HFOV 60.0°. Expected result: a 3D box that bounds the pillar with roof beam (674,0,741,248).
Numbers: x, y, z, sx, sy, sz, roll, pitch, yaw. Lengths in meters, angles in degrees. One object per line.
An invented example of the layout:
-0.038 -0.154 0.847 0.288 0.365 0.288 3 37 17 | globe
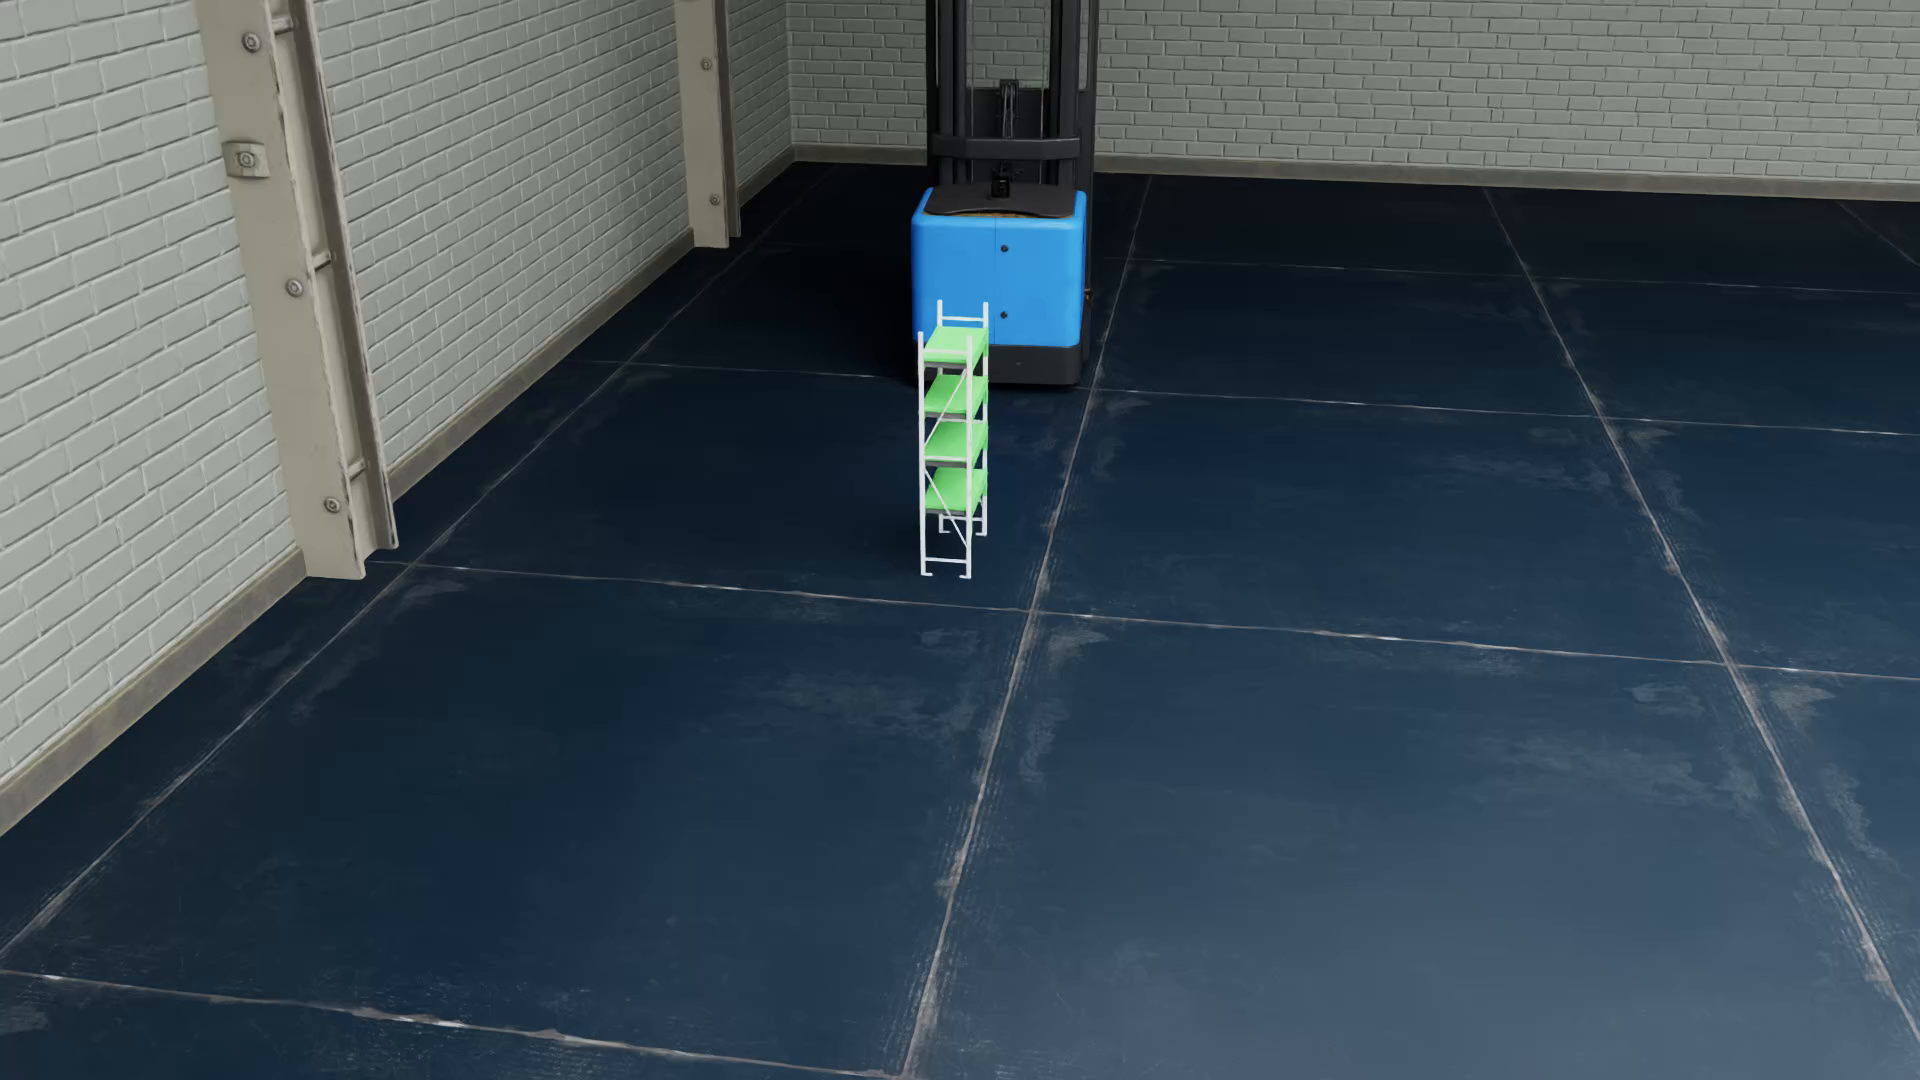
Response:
2.281 -6.191 10.862 9.100 9.000 0.400 4 25 9 | pillar with roof beam

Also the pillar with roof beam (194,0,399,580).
1.300 -3.682 5.501 9.100 9.000 0.400 4 25 9 | pillar with roof beam

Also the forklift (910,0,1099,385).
0.352 -2.859 10.901 1.130 2.935 3.031 2 25 5 | forklift

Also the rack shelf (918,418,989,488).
-0.027 -0.416 7.875 0.258 0.148 0.480 4 25 9 | rack shelf

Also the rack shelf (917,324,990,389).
-0.027 -0.851 7.671 0.258 0.148 0.480 4 25 9 | rack shelf

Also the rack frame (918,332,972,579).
-0.067 -0.372 7.630 0.240 1.200 0.015 4 25 9 | rack frame

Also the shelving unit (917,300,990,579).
-0.027 -0.474 7.848 0.258 1.200 0.503 4 25 9 | shelving unit

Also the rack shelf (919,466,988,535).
-0.027 -0.199 7.977 0.258 0.148 0.480 4 25 9 | rack shelf

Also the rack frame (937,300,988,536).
0.013 -0.576 8.066 0.240 1.200 0.015 4 25 9 | rack frame

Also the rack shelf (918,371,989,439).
-0.027 -0.634 7.773 0.258 0.148 0.480 4 25 9 | rack shelf
